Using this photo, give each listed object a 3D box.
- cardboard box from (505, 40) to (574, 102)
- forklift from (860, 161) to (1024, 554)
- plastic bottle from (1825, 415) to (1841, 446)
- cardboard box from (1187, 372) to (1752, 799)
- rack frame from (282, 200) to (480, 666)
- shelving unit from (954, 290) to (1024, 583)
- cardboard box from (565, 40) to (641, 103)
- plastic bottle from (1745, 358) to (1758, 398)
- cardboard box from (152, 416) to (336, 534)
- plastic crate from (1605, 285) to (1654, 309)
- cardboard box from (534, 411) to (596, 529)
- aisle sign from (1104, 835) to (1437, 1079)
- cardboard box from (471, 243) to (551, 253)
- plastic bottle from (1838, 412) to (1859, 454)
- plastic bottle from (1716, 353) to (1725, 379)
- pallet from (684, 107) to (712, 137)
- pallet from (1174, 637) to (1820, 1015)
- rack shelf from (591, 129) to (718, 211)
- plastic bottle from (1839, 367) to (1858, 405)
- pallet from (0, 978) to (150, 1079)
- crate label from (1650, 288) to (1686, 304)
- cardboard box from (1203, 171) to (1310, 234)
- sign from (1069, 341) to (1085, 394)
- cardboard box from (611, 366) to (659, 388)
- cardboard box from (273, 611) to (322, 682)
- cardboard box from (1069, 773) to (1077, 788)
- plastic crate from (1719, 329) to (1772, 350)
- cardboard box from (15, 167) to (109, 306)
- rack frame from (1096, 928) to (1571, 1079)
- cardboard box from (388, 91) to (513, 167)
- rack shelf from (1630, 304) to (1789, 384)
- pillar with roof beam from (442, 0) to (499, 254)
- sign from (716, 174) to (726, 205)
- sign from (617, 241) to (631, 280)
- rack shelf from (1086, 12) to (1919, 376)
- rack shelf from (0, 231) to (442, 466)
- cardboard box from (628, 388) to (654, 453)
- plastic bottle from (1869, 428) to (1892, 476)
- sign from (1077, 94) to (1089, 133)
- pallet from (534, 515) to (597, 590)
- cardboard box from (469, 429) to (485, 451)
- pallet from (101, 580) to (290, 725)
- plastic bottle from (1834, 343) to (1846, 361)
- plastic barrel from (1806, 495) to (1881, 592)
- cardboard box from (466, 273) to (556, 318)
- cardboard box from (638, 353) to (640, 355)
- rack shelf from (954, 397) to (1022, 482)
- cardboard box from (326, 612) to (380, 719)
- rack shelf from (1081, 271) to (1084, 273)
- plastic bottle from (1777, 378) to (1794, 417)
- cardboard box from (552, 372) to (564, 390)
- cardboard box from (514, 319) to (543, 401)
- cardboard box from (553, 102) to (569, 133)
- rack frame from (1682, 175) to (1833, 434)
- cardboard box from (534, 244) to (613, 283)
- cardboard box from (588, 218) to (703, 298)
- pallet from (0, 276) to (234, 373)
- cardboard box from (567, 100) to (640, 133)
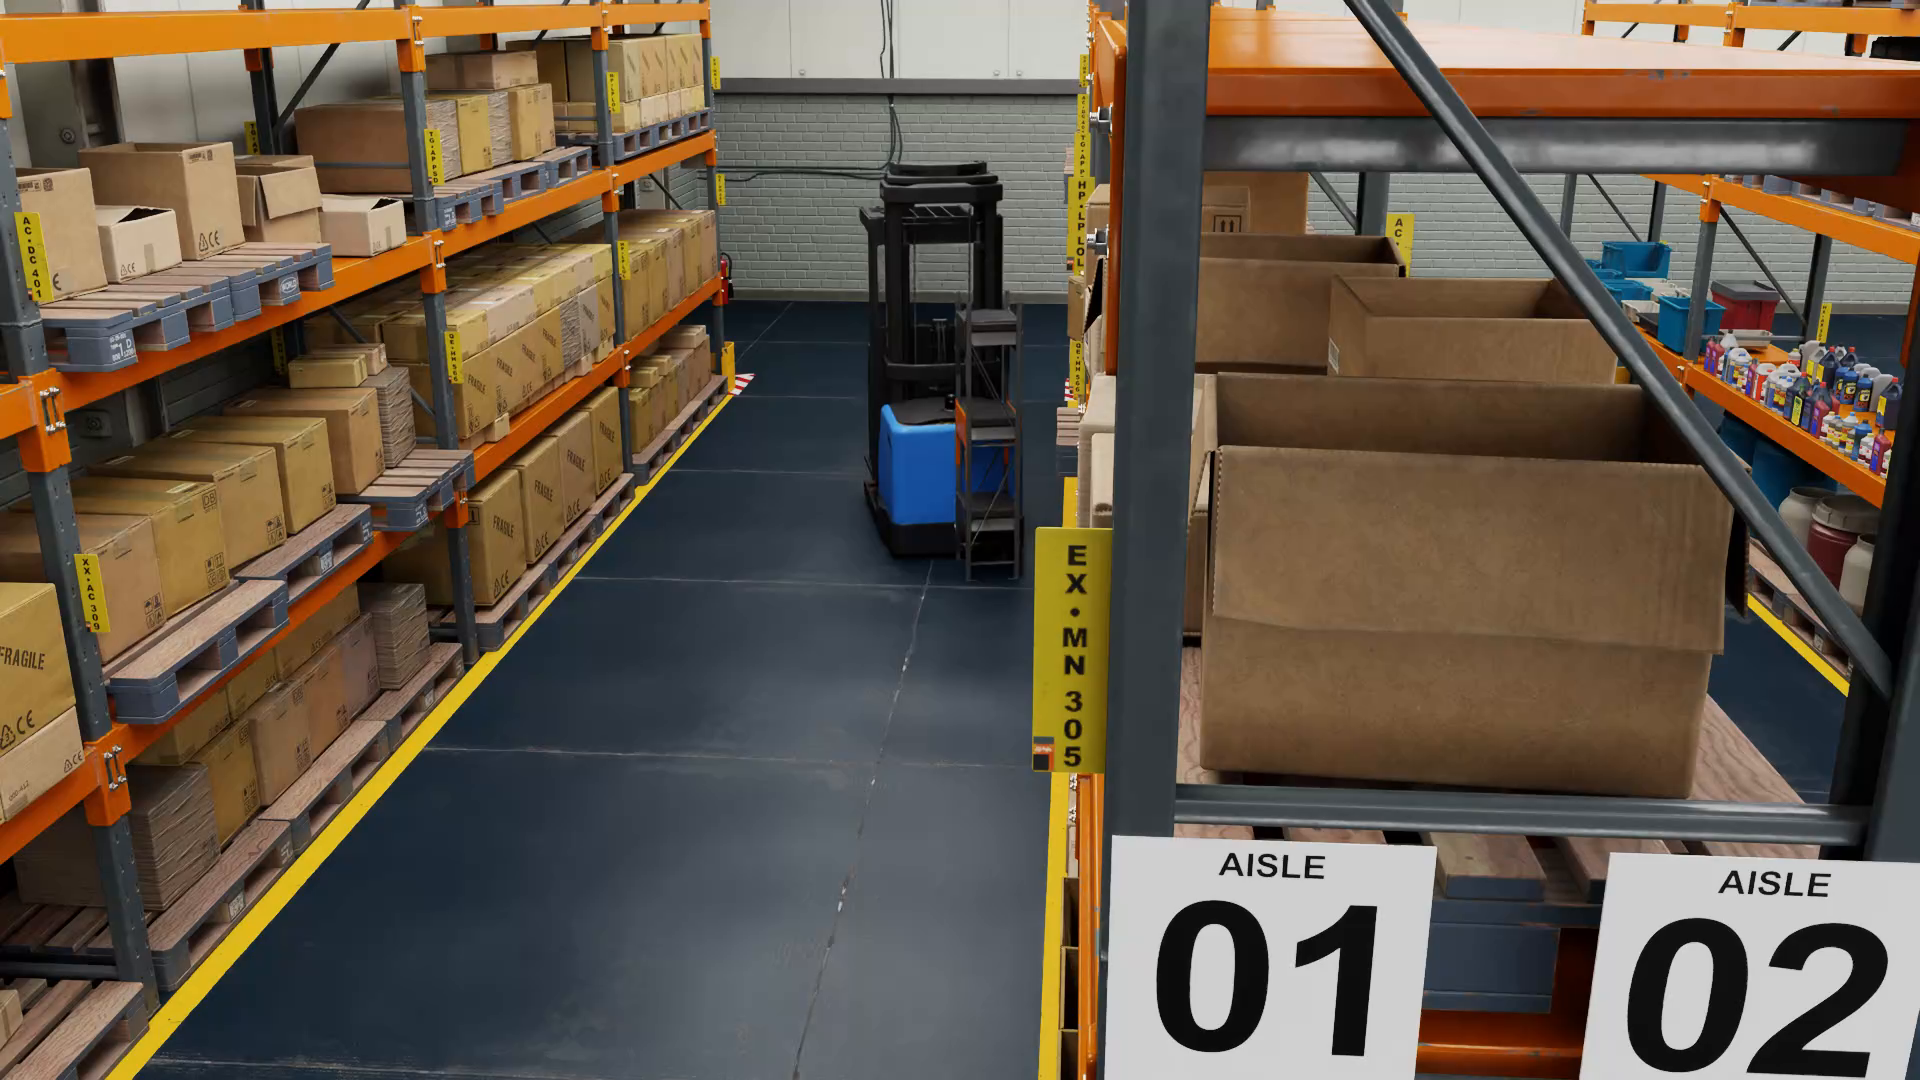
[{"bbox_3d":[-3.582,-4.051,14.352,0.500,0.500,0.500,1,18,3],"label":"cardboard box"},{"bbox_3d":[-0.237,-1.700,13.903,1.130,2.935,3.031,-3,18,-8],"label":"forklift"},{"bbox_3d":[5.884,-0.737,11.173,0.097,0.201,0.097,0,18,0],"label":"plastic bottle"},{"bbox_3d":[0.727,0.047,2.581,0.797,0.503,0.637,3,18,8],"label":"cardboard box"},{"bbox_3d":[-3.686,-0.629,10.524,1.000,3.000,0.127,1,18,4],"label":"rack frame"},{"bbox_3d":[0.207,-0.765,12.386,0.431,2.100,0.503,-3,18,-8],"label":"shelving unit"},{"bbox_3d":[-3.068,-4.044,14.331,0.500,0.500,0.500,1,18,3],"label":"cardboard box"},{"bbox_3d":[5.967,-1.214,12.498,0.061,0.283,0.133,1,18,4],"label":"plastic bottle"},{"bbox_3d":[-3.777,-0.351,8.811,0.700,0.500,0.500,1,18,4],"label":"cardboard box"},{"bbox_3d":[6.307,-2.270,15.705,0.416,0.233,0.300,1,18,4],"label":"plastic crate"},{"bbox_3d":[-3.377,-0.568,13.117,0.750,0.750,0.750,2,18,6],"label":"cardboard box"},{"bbox_3d":[0.384,0.744,2.160,0.394,0.787,0.004,1,18,4],"label":"aisle sign"},{"bbox_3d":[-3.692,-2.289,13.715,0.500,0.250,0.500,2,18,6],"label":"cardboard box"},{"bbox_3d":[5.870,-0.709,10.978,0.097,0.271,0.097,0,18,0],"label":"plastic bottle"},{"bbox_3d":[6.031,-1.373,13.116,0.097,0.201,0.097,0,18,0],"label":"plastic bottle"},{"bbox_3d":[-3.155,-4.266,16.950,1.003,0.211,1.213,1,18,4],"label":"pallet"},{"bbox_3d":[0.758,0.363,2.822,1.003,0.211,1.213,1,18,4],"label":"pallet"},{"bbox_3d":[-3.256,-3.576,15.856,1.077,0.370,4.000,1,18,4],"label":"rack shelf"},{"bbox_3d":[6.579,-1.144,12.304,0.097,0.271,0.097,0,18,0],"label":"plastic bottle"},{"bbox_3d":[-3.986,2.148,6.528,1.003,0.211,1.213,1,18,4],"label":"pallet"},{"bbox_3d":[6.861,-2.361,16.139,0.396,0.136,0.243,1,18,4],"label":"crate label"},{"bbox_3d":[1.052,-1.378,6.355,0.500,0.500,0.500,2,18,5],"label":"cardboard box"},{"bbox_3d":[0.713,-1.041,10.050,0.100,0.325,0.005,1,18,4],"label":"sign"},{"bbox_3d":[-3.037,-1.523,15.552,0.380,0.149,0.250,2,18,6],"label":"cardboard box"},{"bbox_3d":[-3.821,0.554,9.018,0.500,0.250,0.500,1,18,4],"label":"cardboard box"},{"bbox_3d":[0.781,1.115,8.044,0.500,0.311,0.500,1,18,4],"label":"cardboard box"},{"bbox_3d":[6.658,-1.694,14.104,0.396,0.136,0.243,1,18,4],"label":"plastic crate"},{"bbox_3d":[-3.854,-1.227,6.697,0.500,0.500,0.500,4,19,12],"label":"cardboard box"},{"bbox_3d":[0.682,1.965,2.607,1.000,3.000,0.127,1,18,4],"label":"rack frame"},{"bbox_3d":[-3.647,-2.954,11.935,0.700,0.500,0.500,1,18,4],"label":"cardboard box"},{"bbox_3d":[6.626,-1.929,15.648,1.077,0.370,4.000,1,18,4],"label":"rack shelf"},{"bbox_3d":[0.082,-4.862,13.810,9.100,9.000,0.400,1,18,4],"label":"pillar with roof beam"},{"bbox_3d":[-2.572,-3.760,17.839,0.100,0.325,0.005,1,18,4],"label":"sign"},{"bbox_3d":[-2.857,-2.374,14.120,0.100,0.325,0.005,1,18,4],"label":"sign"},{"bbox_3d":[0.825,-0.975,3.743,1.077,0.370,4.000,1,18,4],"label":"rack shelf"},{"bbox_3d":[-3.829,-1.091,8.273,1.077,0.370,4.000,1,18,4],"label":"rack shelf"},{"bbox_3d":[-3.243,-1.113,15.341,0.700,0.500,0.500,2,18,5],"label":"cardboard box"},{"bbox_3d":[5.816,-0.559,10.498,0.061,0.283,0.133,1,18,4],"label":"plastic bottle"},{"bbox_3d":[1.000,-3.442,13.464,0.100,0.325,0.005,1,18,4],"label":"sign"},{"bbox_3d":[-3.464,0.075,12.854,1.003,0.211,1.213,1,18,4],"label":"pallet"},{"bbox_3d":[-3.404,-0.694,11.095,0.380,0.149,0.250,2,18,5],"label":"cardboard box"},{"bbox_3d":[-3.773,0.471,7.477,1.003,0.211,1.213,1,18,4],"label":"pallet"},{"bbox_3d":[6.743,-1.334,12.755,0.144,0.351,0.185,1,18,4],"label":"plastic bottle"},{"bbox_3d":[6.295,0.036,11.694,0.600,0.588,0.708,1,18,4],"label":"plastic barrel"},{"bbox_3d":[-3.296,-1.800,12.223,0.500,0.250,0.500,1,18,3],"label":"cardboard box"},{"bbox_3d":[-3.361,-1.784,16.350,0.380,0.149,0.250,1,18,3],"label":"cardboard box"},{"bbox_3d":[0.207,-0.752,12.390,0.431,0.518,0.480,-3,18,-8],"label":"rack shelf"},{"bbox_3d":[-3.838,0.732,9.678,0.700,0.500,0.500,1,18,4],"label":"cardboard box"},{"bbox_3d":[1.399,-2.224,11.731,1.077,0.370,4.000,1,18,4],"label":"rack shelf"},{"bbox_3d":[5.944,-1.028,11.950,0.097,0.271,0.097,0,18,0],"label":"plastic bottle"},{"bbox_3d":[-3.276,-1.256,12.810,0.380,0.149,0.250,1,18,2],"label":"cardboard box"},{"bbox_3d":[-3.312,-1.289,11.868,0.500,0.500,0.500,1,18,4],"label":"cardboard box"},{"bbox_3d":[-3.584,-3.690,14.455,0.500,0.250,0.500,1,18,4],"label":"cardboard box"},{"bbox_3d":[6.482,-1.650,13.640,1.000,3.000,0.127,1,18,4],"label":"rack frame"},{"bbox_3d":[-3.177,-2.275,13.674,0.500,0.250,0.500,2,18,5],"label":"cardboard box"},{"bbox_3d":[-3.180,-2.871,16.886,0.980,0.700,0.700,1,18,3],"label":"cardboard box"},{"bbox_3d":[-3.822,-0.912,6.873,1.213,0.211,1.003,1,18,4],"label":"pallet"},{"bbox_3d":[-3.087,-3.681,14.428,0.500,0.250,0.500,1,18,4],"label":"cardboard box"}]
